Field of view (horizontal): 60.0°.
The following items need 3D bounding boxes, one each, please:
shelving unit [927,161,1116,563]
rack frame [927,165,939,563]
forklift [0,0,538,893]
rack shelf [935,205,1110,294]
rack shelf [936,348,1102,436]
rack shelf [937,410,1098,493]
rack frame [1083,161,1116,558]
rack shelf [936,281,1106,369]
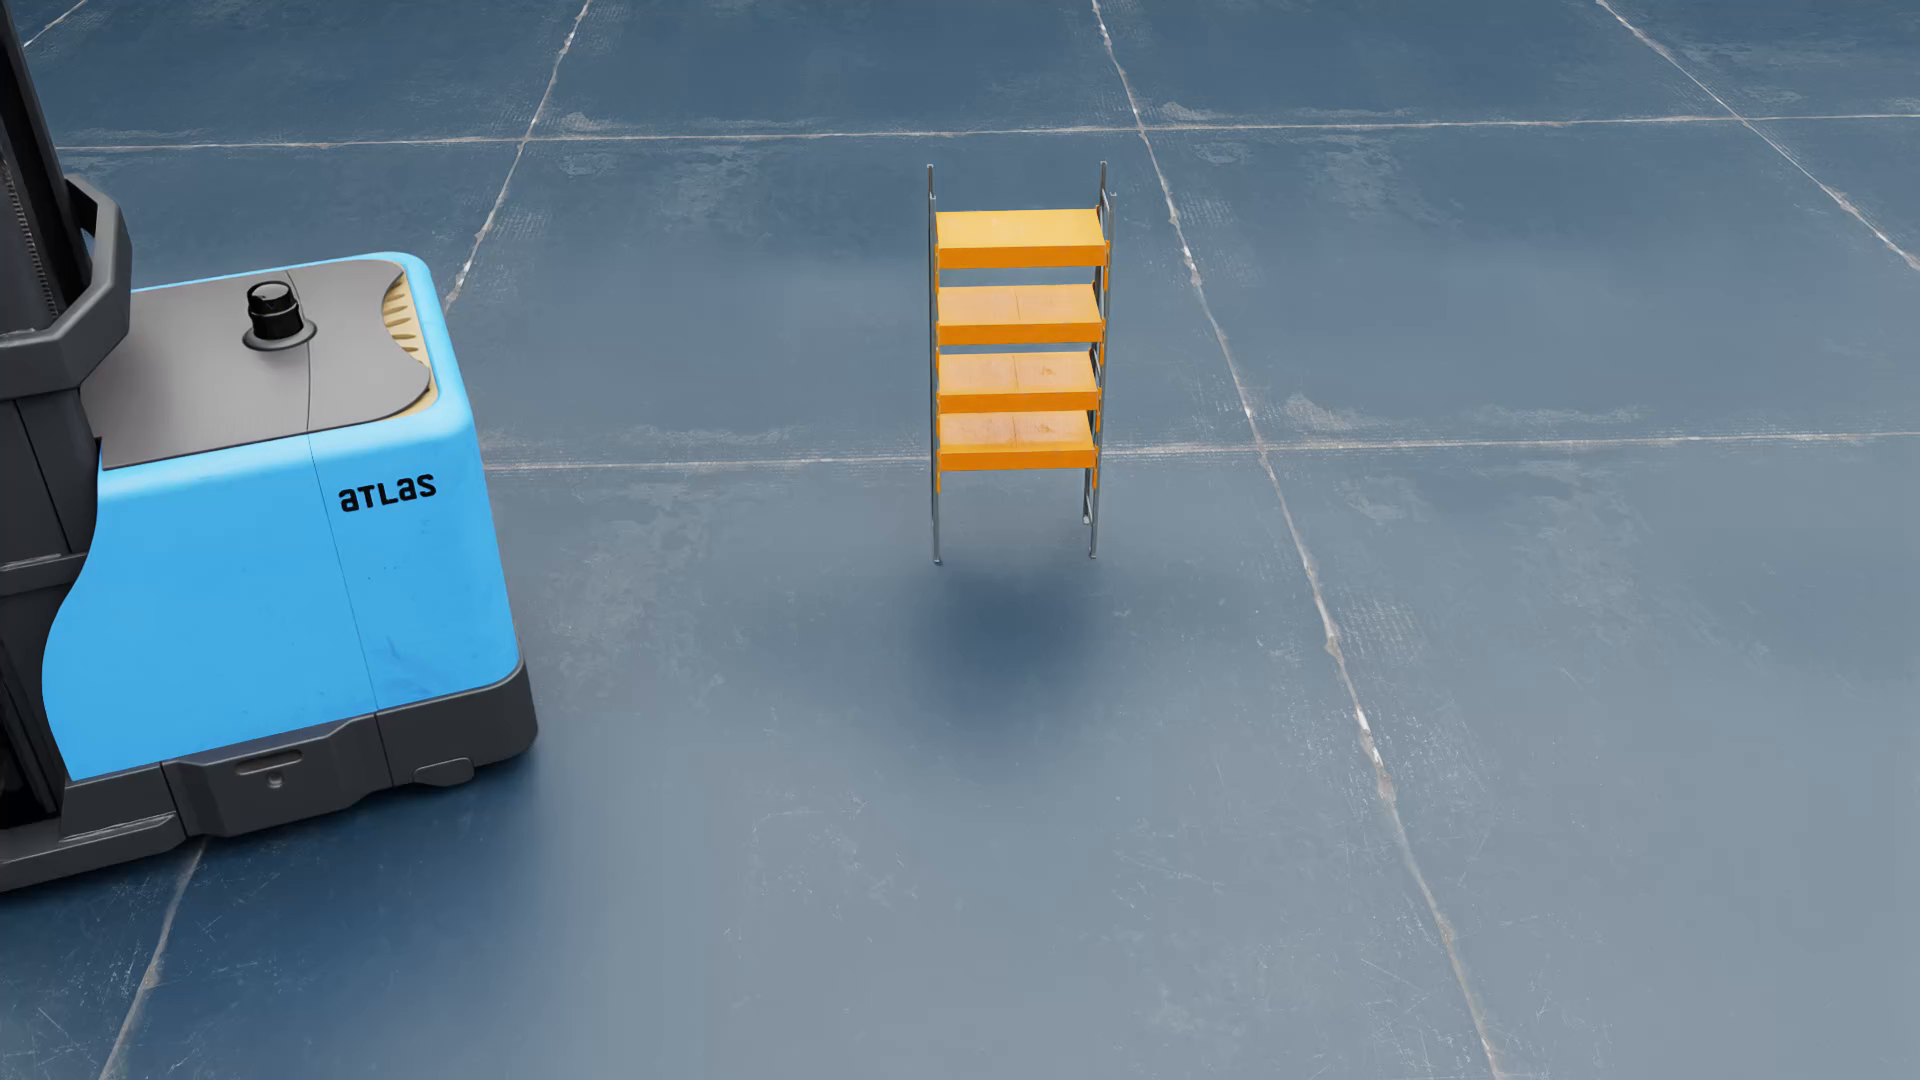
[{"bbox_3d":[0.165,-0.498,4.915,0.503,1.200,0.258,-2,35,-2],"label":"shelving unit"},{"bbox_3d":[-0.078,-0.491,4.905,0.015,1.200,0.240,-2,35,-2],"label":"rack frame"},{"bbox_3d":[-2.685,-0.561,3.484,3.031,2.935,1.130,-13,37,-18],"label":"forklift"},{"bbox_3d":[0.165,-0.821,4.691,0.480,0.148,0.258,-2,35,-2],"label":"rack shelf"},{"bbox_3d":[0.165,-0.443,4.953,0.480,0.148,0.258,-2,35,-2],"label":"rack shelf"},{"bbox_3d":[0.165,-0.279,5.066,0.480,0.148,0.258,-2,35,-2],"label":"rack shelf"},{"bbox_3d":[0.409,-0.504,4.924,0.015,1.200,0.240,-2,35,-2],"label":"rack frame"},{"bbox_3d":[0.165,-0.626,4.826,0.480,0.148,0.258,-2,35,-2],"label":"rack shelf"}]
